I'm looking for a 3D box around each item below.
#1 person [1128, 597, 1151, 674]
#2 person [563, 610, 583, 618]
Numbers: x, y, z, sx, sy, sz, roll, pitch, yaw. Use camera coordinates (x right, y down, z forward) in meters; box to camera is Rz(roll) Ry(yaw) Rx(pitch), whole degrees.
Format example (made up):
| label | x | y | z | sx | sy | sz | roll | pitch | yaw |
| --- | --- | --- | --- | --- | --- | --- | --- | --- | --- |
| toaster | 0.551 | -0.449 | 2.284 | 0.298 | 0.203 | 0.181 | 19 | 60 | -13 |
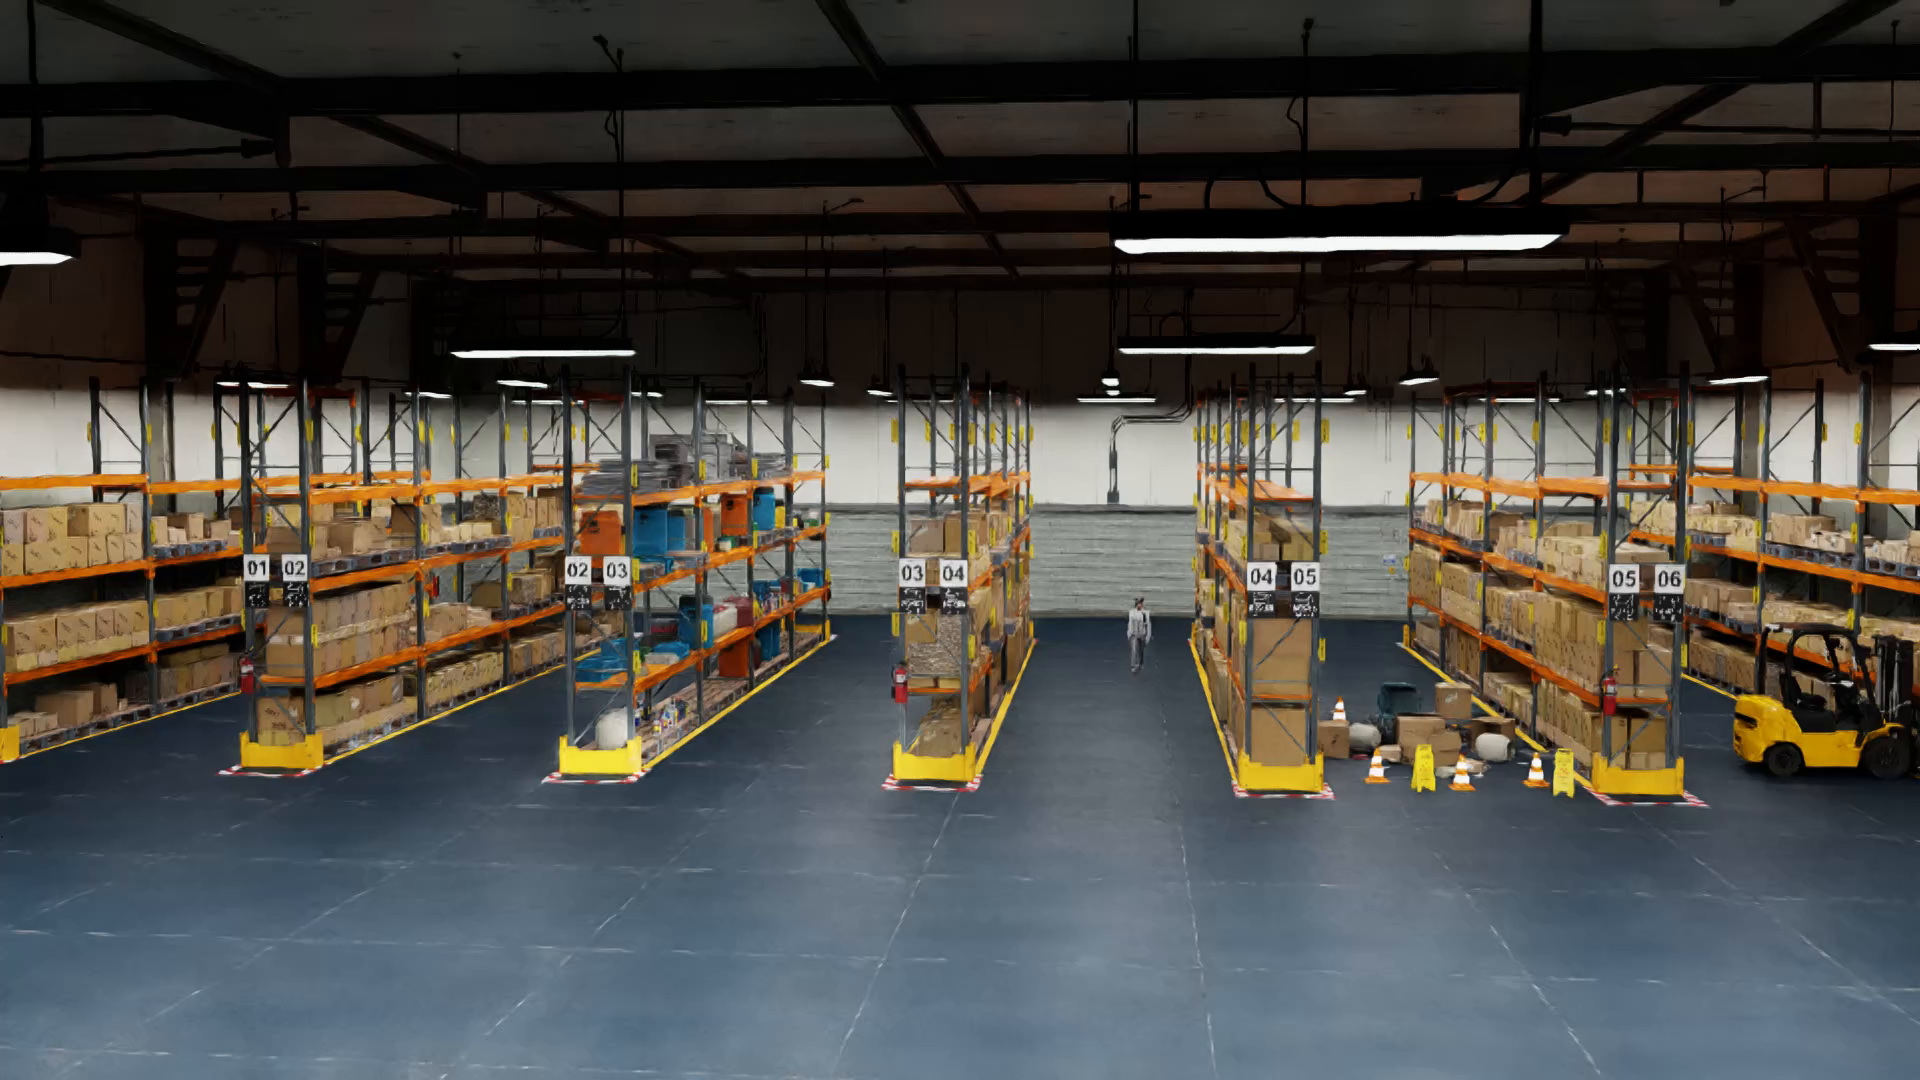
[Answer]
| label | x | y | z | sx | sy | sz | roll | pitch | yaw |
| --- | --- | --- | --- | --- | --- | --- | --- | --- | --- |
| person | 3.751 | 1.961 | 34.713 | 0.488 | 1.590 | 1.088 | 0 | 4 | 3 |
| person | -10.393 | 1.280 | 44.635 | 0.702 | 1.735 | 0.549 | 0 | 4 | 4 |
